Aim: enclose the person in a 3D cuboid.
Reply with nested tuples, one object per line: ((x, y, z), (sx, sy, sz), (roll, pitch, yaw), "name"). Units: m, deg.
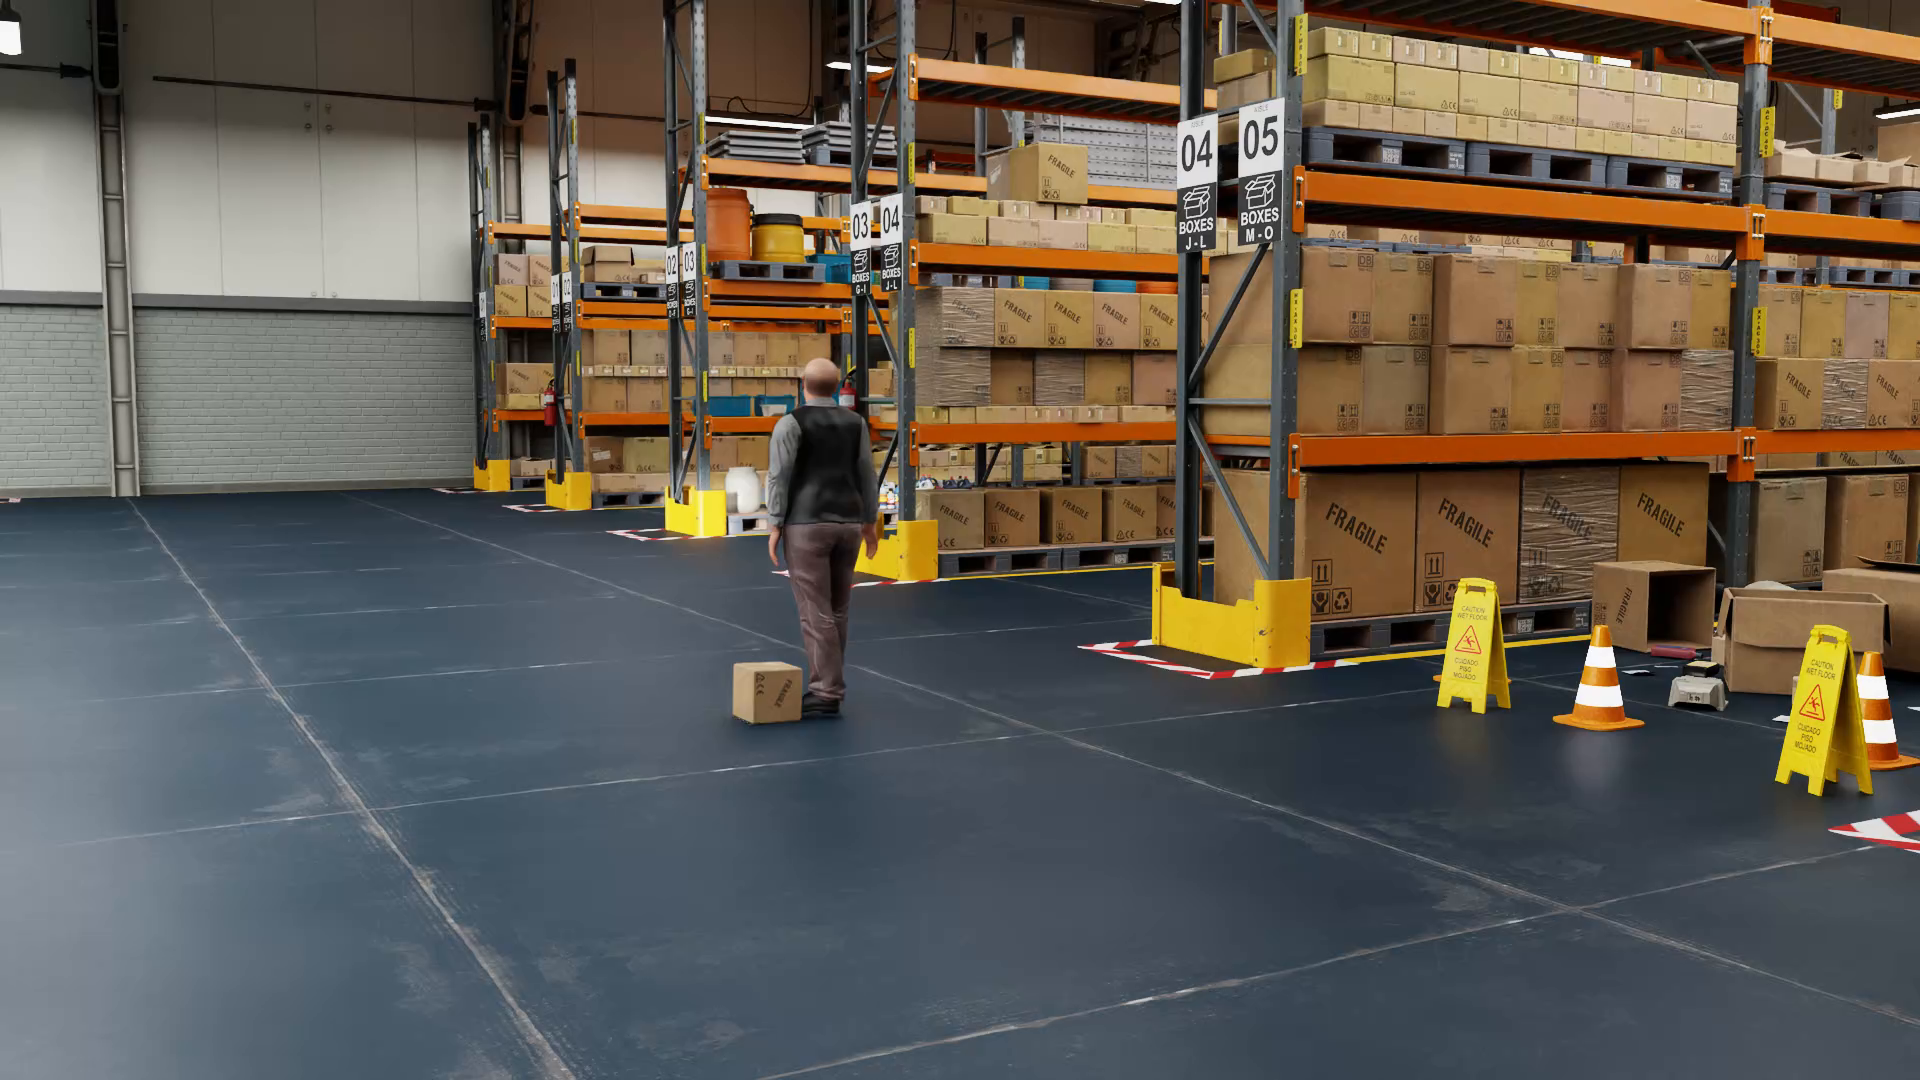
((-0.690, -0.031, 8.191), (0.613, 1.723, 0.629), (-4, 6, -38), "person")
